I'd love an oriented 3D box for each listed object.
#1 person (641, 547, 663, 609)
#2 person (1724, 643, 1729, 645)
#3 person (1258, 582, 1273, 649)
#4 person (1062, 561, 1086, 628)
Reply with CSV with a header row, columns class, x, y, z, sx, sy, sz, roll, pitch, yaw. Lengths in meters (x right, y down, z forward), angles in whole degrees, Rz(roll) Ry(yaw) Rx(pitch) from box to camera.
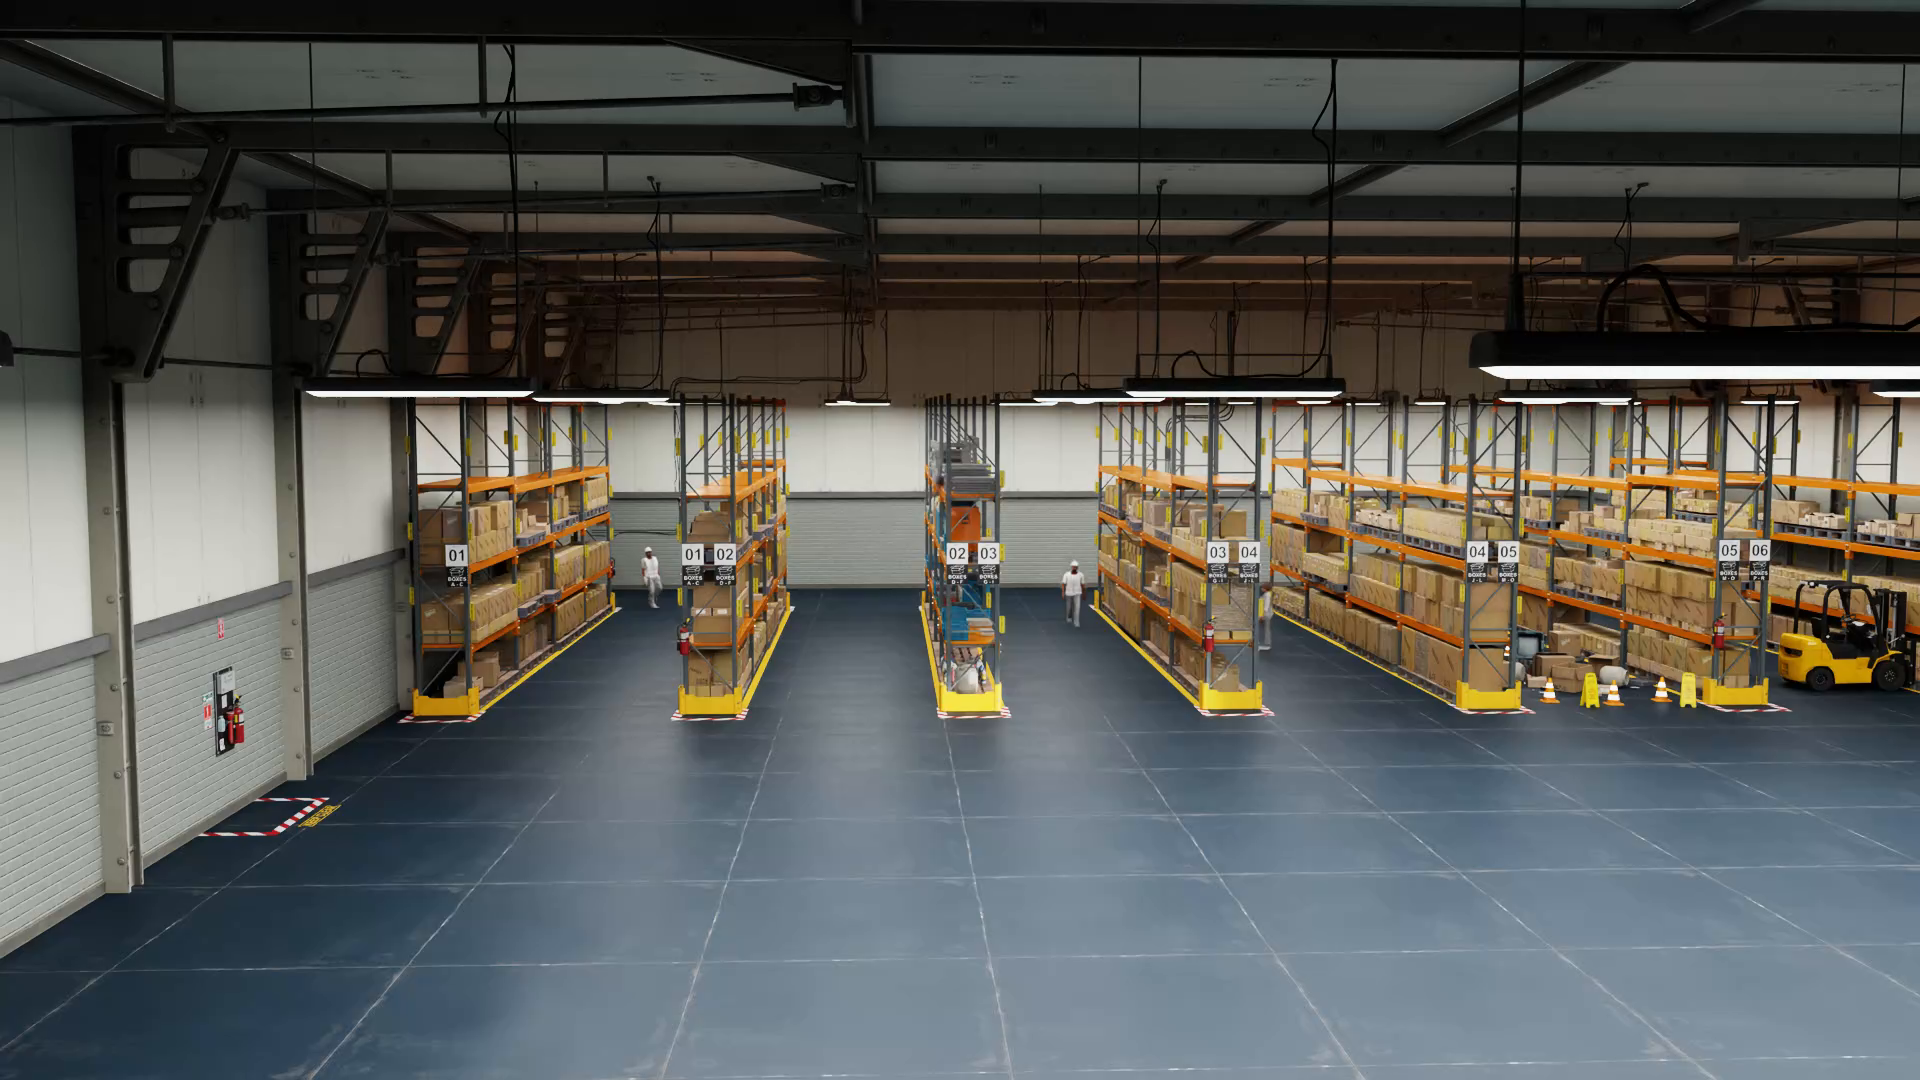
class,x,y,z,sx,sy,sz,roll,pitch,yaw
person,-8.812,1.079,47.443,0.601,1.764,0.508,-4,6,-43
person,16.688,2.025,36.428,0.493,1.739,0.508,2,5,25
person,7.236,1.802,39.423,0.344,1.606,0.420,0,5,4
person,2.993,1.420,43.641,0.656,1.730,1.022,0,5,2
